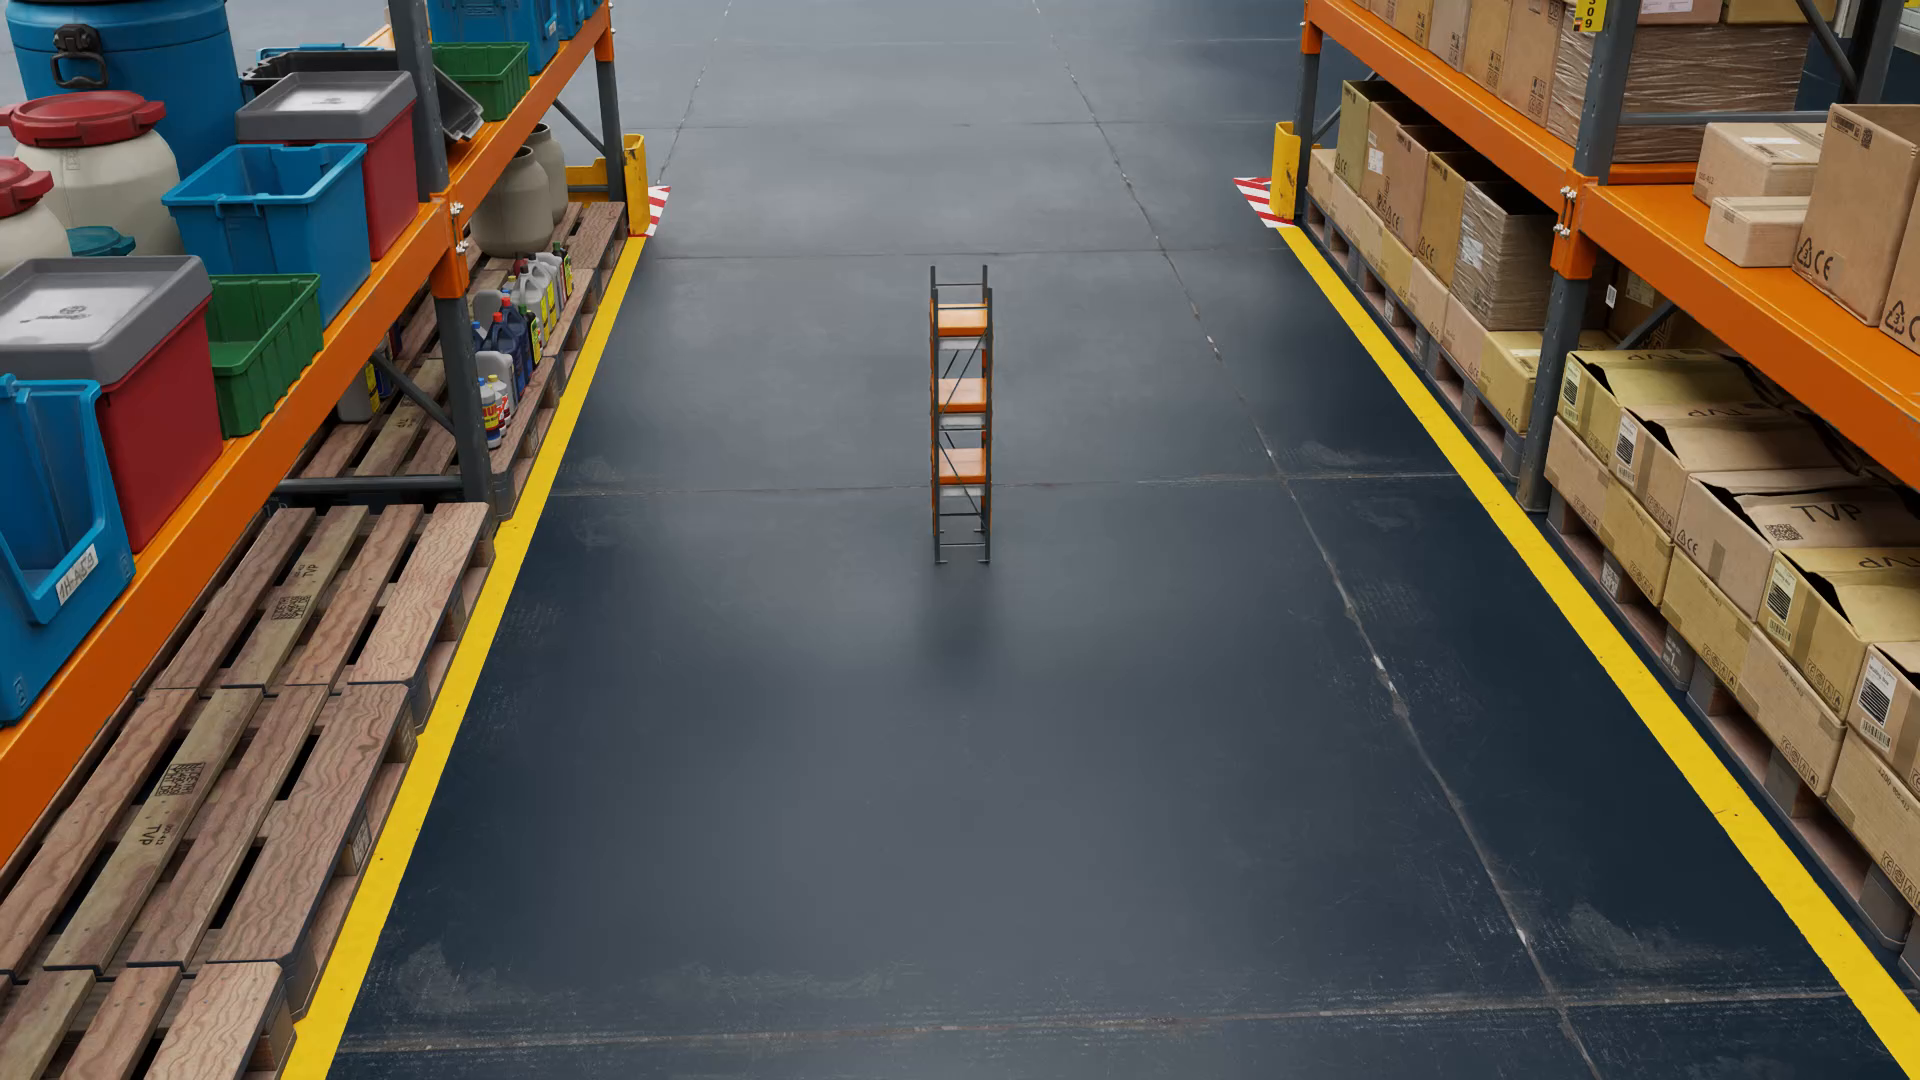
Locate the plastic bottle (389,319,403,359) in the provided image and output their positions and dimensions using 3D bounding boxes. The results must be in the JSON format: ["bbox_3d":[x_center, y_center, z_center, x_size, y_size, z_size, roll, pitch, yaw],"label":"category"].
[{"bbox_3d":[-2.506,-0.949,7.288,0.061,0.283,0.133,-1,28,-3],"label":"plastic bottle"}]

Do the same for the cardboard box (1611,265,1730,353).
[{"bbox_3d":[2.975,-0.992,6.616,0.500,0.500,0.500,-1,28,-3],"label":"cardboard box"}]

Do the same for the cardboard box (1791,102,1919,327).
[{"bbox_3d":[2.738,-0.916,4.655,0.500,0.500,0.500,1,28,1],"label":"cardboard box"}]

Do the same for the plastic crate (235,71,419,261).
[{"bbox_3d":[-1.929,-1.165,5.170,0.402,0.464,0.583,-1,28,-3],"label":"plastic crate"}]

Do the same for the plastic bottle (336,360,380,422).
[{"bbox_3d":[-2.437,-0.667,6.674,0.144,0.351,0.185,-1,28,-3],"label":"plastic bottle"}]

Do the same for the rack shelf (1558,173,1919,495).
[{"bbox_3d":[2.791,-0.228,4.221,1.077,0.370,4.000,-1,28,-3],"label":"rack shelf"}]

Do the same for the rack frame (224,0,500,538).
[{"bbox_3d":[-2.260,-1.352,5.600,1.000,3.000,0.127,-1,28,-3],"label":"rack frame"}]

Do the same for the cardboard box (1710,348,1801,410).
[{"bbox_3d":[2.994,-0.506,5.889,0.500,0.311,0.500,-1,28,-3],"label":"cardboard box"}]

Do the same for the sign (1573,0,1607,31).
[{"bbox_3d":[2.133,-1.875,5.580,0.100,0.325,0.005,-1,28,-3],"label":"sign"}]

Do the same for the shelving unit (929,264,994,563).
[{"bbox_3d":[0.003,-0.441,5.960,0.215,1.050,0.252,-1,28,-3],"label":"shelving unit"}]

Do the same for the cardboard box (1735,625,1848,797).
[{"bbox_3d":[2.541,0.465,4.634,0.500,0.250,0.500,-1,28,-2],"label":"cardboard box"}]

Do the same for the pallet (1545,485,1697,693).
[{"bbox_3d":[2.764,0.105,5.820,1.003,0.211,1.213,-1,28,-3],"label":"pallet"}]

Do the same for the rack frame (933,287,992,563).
[{"bbox_3d":[0.009,-0.384,5.852,0.200,1.050,0.008,-1,28,-3],"label":"rack frame"}]

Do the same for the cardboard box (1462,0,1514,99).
[{"bbox_3d":[2.601,-2.195,7.106,0.700,0.500,0.500,-1,28,-2],"label":"cardboard box"}]

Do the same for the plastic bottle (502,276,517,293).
[{"bbox_3d":[-2.065,-1.124,7.711,0.097,0.201,0.097,0,28,0],"label":"plastic bottle"}]

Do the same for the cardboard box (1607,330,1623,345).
[{"bbox_3d":[2.966,-0.659,6.789,0.500,0.250,0.500,-1,28,-3],"label":"cardboard box"}]

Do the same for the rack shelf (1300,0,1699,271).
[{"bbox_3d":[2.583,-2.075,7.763,1.077,0.370,4.000,-1,28,-3],"label":"rack shelf"}]

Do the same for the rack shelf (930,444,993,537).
[{"bbox_3d":[0.003,-0.185,6.093,0.215,0.259,0.240,-1,28,-3],"label":"rack shelf"}]

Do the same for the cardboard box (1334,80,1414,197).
[{"bbox_3d":[2.312,-2.133,8.805,0.500,0.500,0.500,-1,28,-3],"label":"cardboard box"}]

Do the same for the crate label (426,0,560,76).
[{"bbox_3d":[-2.102,-2.372,7.516,0.502,0.435,0.616,-1,28,-3],"label":"crate label"}]

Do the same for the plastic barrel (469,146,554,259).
[{"bbox_3d":[-2.332,-1.749,8.596,0.421,0.512,0.421,0,28,0],"label":"plastic barrel"}]

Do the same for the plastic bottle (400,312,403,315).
[{"bbox_3d":[-2.667,-1.182,7.747,0.097,0.271,0.097,0,28,0],"label":"plastic bottle"}]

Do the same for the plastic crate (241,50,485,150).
[{"bbox_3d":[-2.160,-1.570,6.083,0.767,0.338,0.504,-1,28,-3],"label":"plastic crate"}]

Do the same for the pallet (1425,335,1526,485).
[{"bbox_3d":[2.687,-0.602,7.176,1.003,0.211,1.213,-1,28,-3],"label":"pallet"}]

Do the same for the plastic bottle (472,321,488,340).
[{"bbox_3d":[-2.016,-0.785,6.985,0.097,0.271,0.097,0,28,0],"label":"plastic bottle"}]

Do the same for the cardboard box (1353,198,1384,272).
[{"bbox_3d":[2.339,-1.570,8.536,0.500,0.250,0.500,-1,28,-3],"label":"cardboard box"}]

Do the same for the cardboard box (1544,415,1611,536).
[{"bbox_3d":[2.461,-0.245,5.996,0.500,0.250,0.500,-2,28,-4],"label":"cardboard box"}]

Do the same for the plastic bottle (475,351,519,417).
[{"bbox_3d":[-1.883,-0.646,6.715,0.152,0.276,0.135,0,28,-1],"label":"plastic bottle"}]

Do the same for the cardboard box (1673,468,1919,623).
[{"bbox_3d":[2.509,-0.019,4.955,0.500,0.311,0.500,-2,28,-4],"label":"cardboard box"}]

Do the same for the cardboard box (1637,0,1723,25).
[{"bbox_3d":[2.459,-1.923,5.883,0.380,0.149,0.250,-1,28,-3],"label":"cardboard box"}]

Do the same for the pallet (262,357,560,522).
[{"bbox_3d":[-2.253,-0.427,6.841,1.003,0.211,1.213,-1,28,-3],"label":"pallet"}]

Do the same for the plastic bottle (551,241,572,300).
[{"bbox_3d":[-1.911,-1.299,7.959,0.061,0.283,0.133,-1,28,-1],"label":"plastic bottle"}]

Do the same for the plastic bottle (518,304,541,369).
[{"bbox_3d":[-1.864,-0.890,7.175,0.061,0.283,0.133,0,28,0],"label":"plastic bottle"}]

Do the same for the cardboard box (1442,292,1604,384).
[{"bbox_3d":[2.428,-0.877,7.208,0.500,0.250,0.500,-1,28,-3],"label":"cardboard box"}]

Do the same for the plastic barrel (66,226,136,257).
[{"bbox_3d":[-2.344,-0.676,4.452,0.301,0.262,0.301,0,28,0],"label":"plastic barrel"}]

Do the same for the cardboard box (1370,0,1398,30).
[{"bbox_3d":[2.522,-2.904,8.465,0.700,0.500,0.500,-1,28,-1],"label":"cardboard box"}]

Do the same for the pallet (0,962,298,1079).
[{"bbox_3d":[-2.053,1.372,3.390,1.003,0.211,1.213,-1,28,-3],"label":"pallet"}]

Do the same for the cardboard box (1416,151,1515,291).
[{"bbox_3d":[2.400,-1.441,7.477,0.500,0.500,0.500,-1,28,-3],"label":"cardboard box"}]

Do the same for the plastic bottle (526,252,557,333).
[{"bbox_3d":[-1.929,-1.125,7.553,0.144,0.351,0.185,0,28,-1],"label":"plastic bottle"}]

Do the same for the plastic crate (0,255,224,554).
[{"bbox_3d":[-1.830,-0.287,3.488,0.402,0.464,0.583,-1,28,-3],"label":"plastic crate"}]

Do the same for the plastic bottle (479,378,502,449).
[{"bbox_3d":[-1.839,-0.496,6.431,0.097,0.271,0.097,0,28,0],"label":"plastic bottle"}]
